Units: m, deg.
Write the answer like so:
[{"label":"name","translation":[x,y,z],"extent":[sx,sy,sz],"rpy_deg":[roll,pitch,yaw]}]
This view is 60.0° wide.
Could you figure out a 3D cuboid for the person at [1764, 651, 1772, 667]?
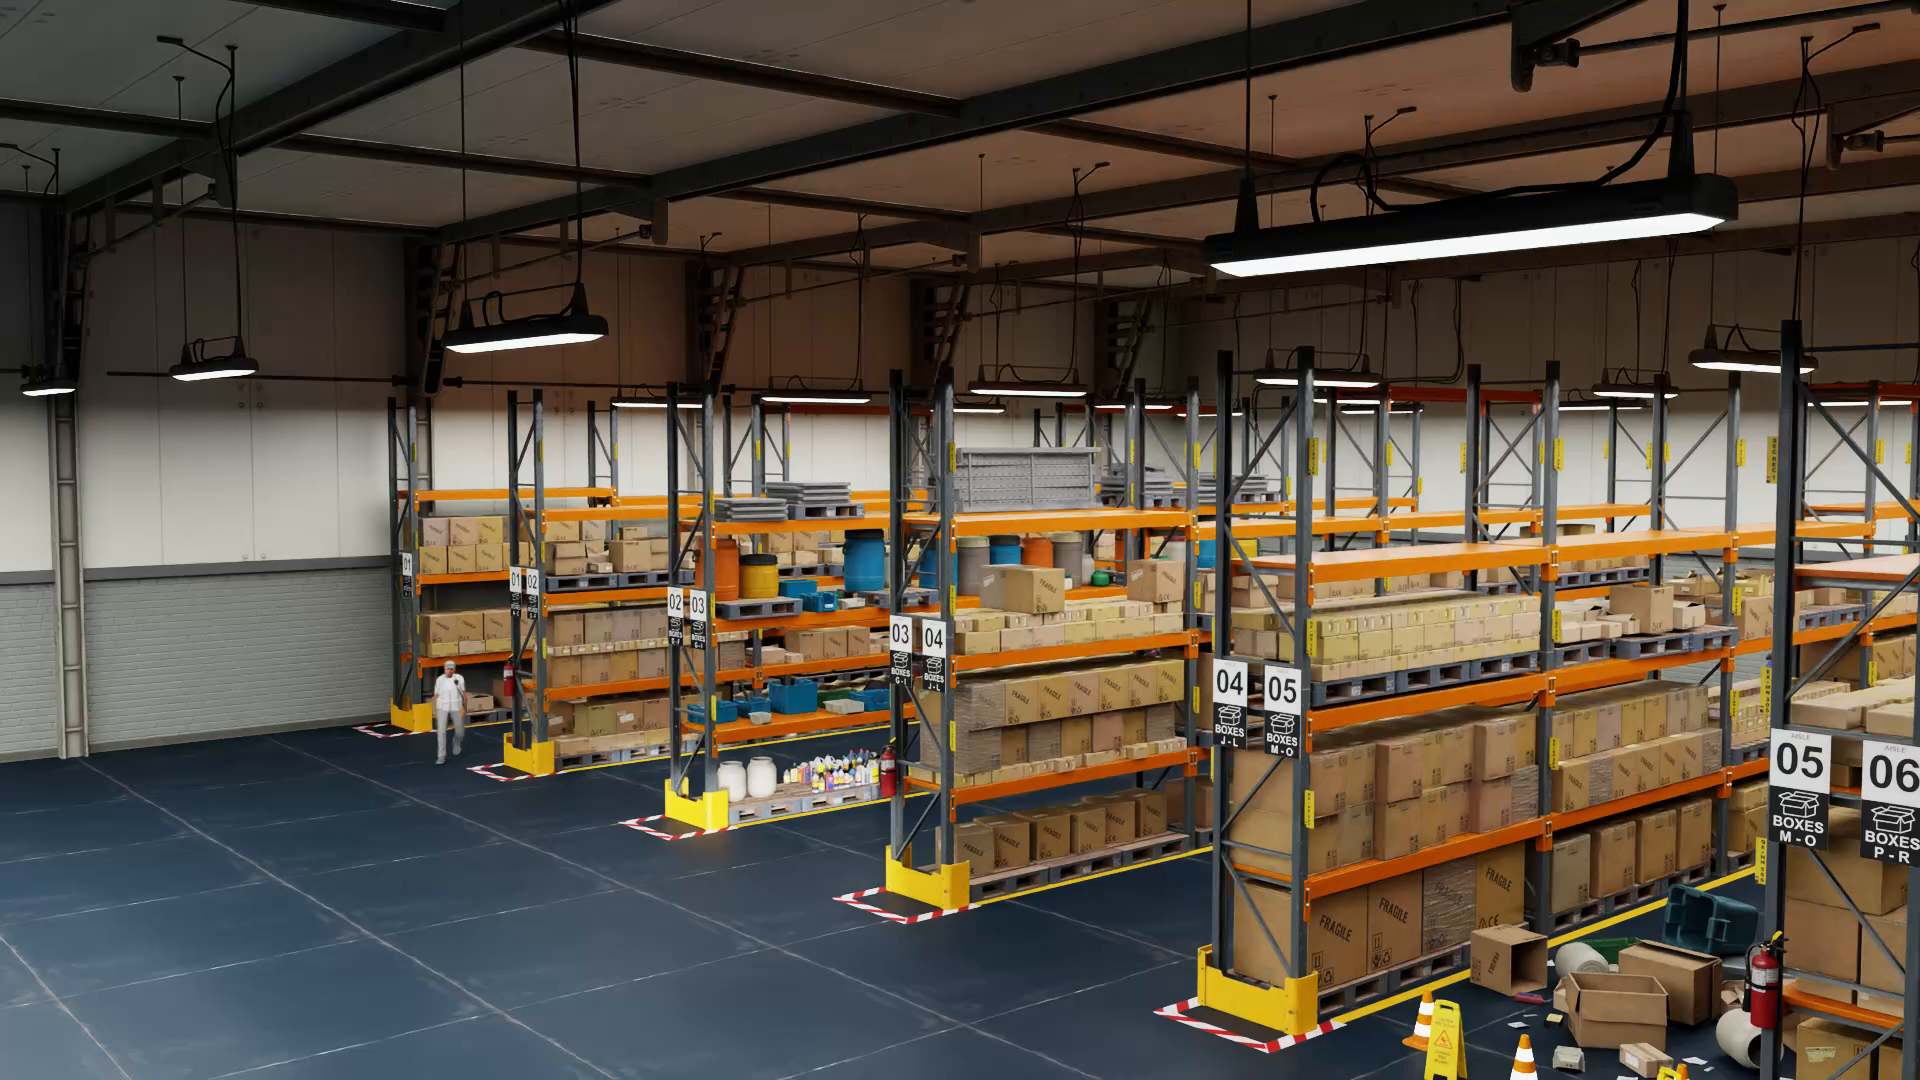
[{"label":"person","translation":[13.775,2.715,28.227],"extent":[0.498,1.705,0.533],"rpy_deg":[-3,5,-42]}]

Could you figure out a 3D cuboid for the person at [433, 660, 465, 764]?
[{"label":"person","translation":[-8.295,2.758,27.023],"extent":[0.501,1.635,0.822],"rpy_deg":[-1,3,-16]}]
